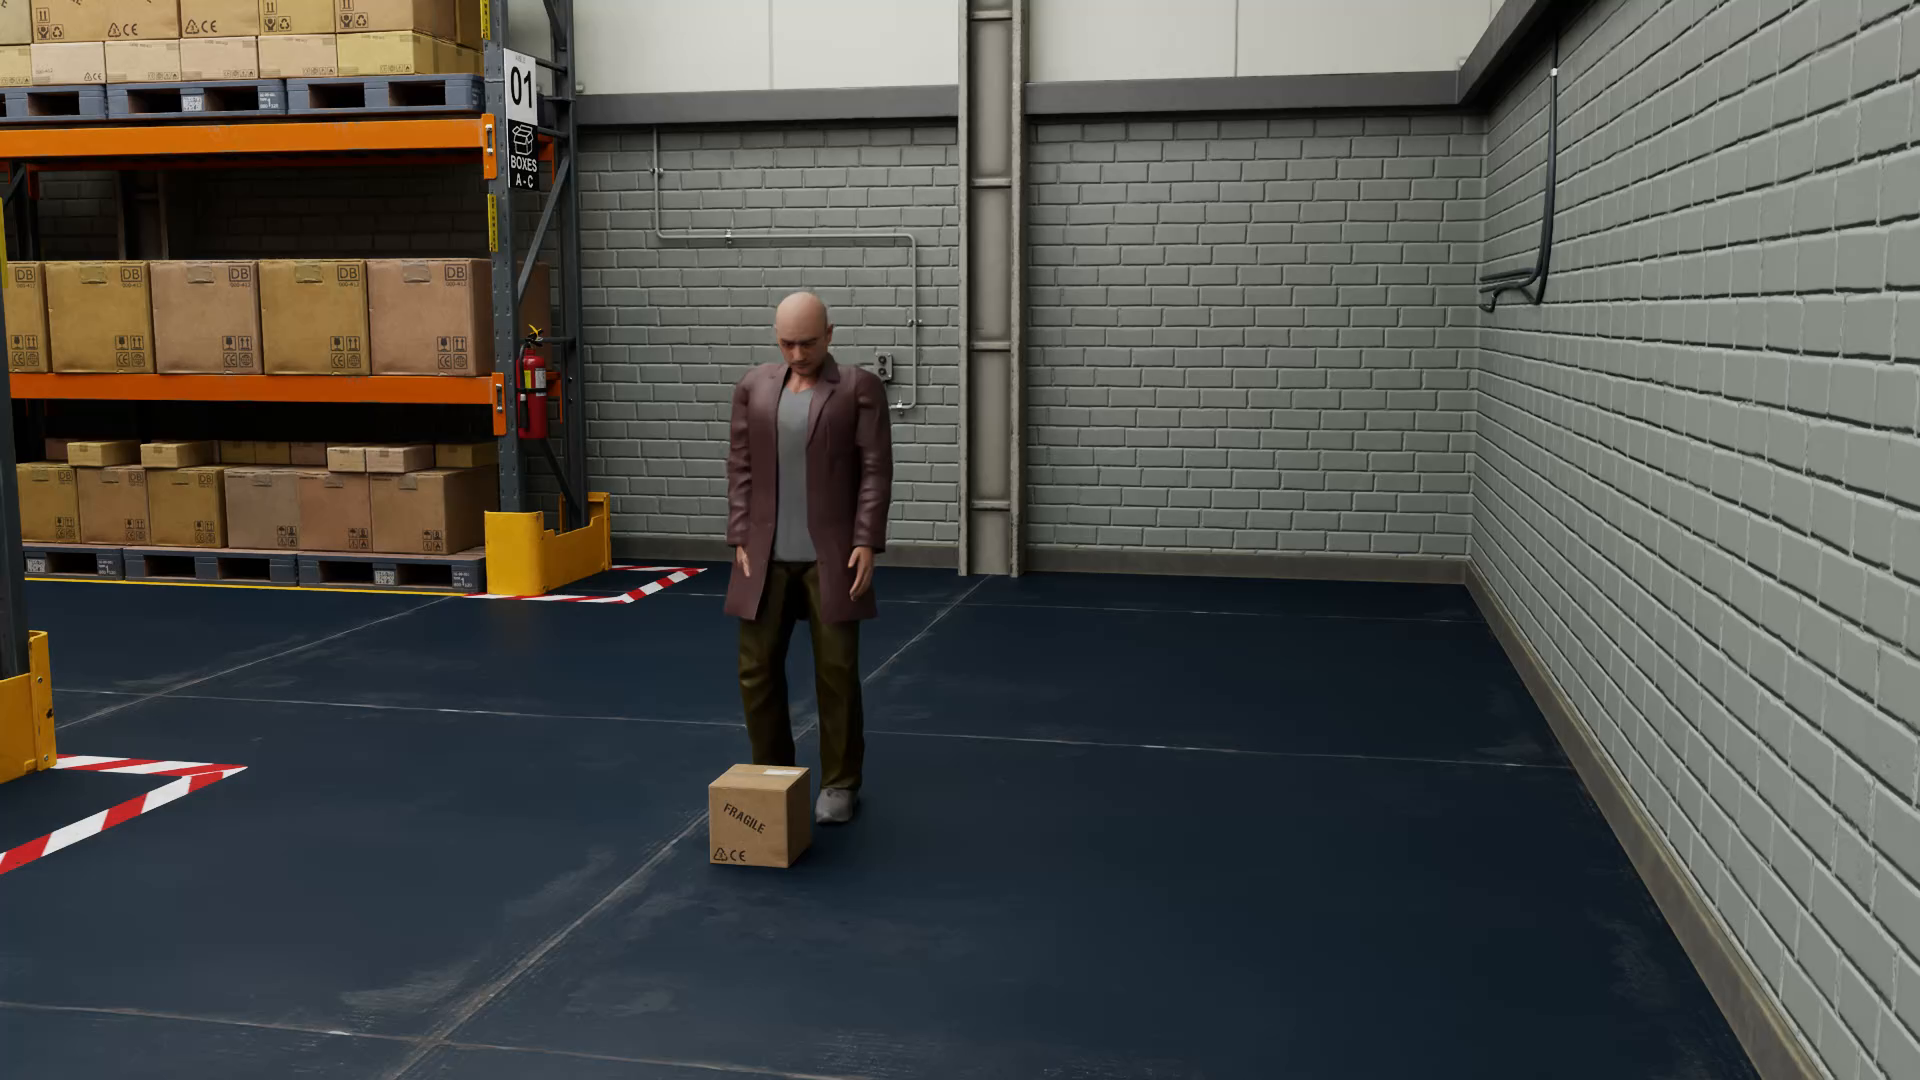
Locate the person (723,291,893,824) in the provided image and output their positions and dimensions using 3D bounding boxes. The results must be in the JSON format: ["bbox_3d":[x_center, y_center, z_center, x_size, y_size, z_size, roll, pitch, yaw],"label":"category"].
[{"bbox_3d":[-0.510,0.060,5.560,0.575,1.751,0.389,2,8,12],"label":"person"}]
